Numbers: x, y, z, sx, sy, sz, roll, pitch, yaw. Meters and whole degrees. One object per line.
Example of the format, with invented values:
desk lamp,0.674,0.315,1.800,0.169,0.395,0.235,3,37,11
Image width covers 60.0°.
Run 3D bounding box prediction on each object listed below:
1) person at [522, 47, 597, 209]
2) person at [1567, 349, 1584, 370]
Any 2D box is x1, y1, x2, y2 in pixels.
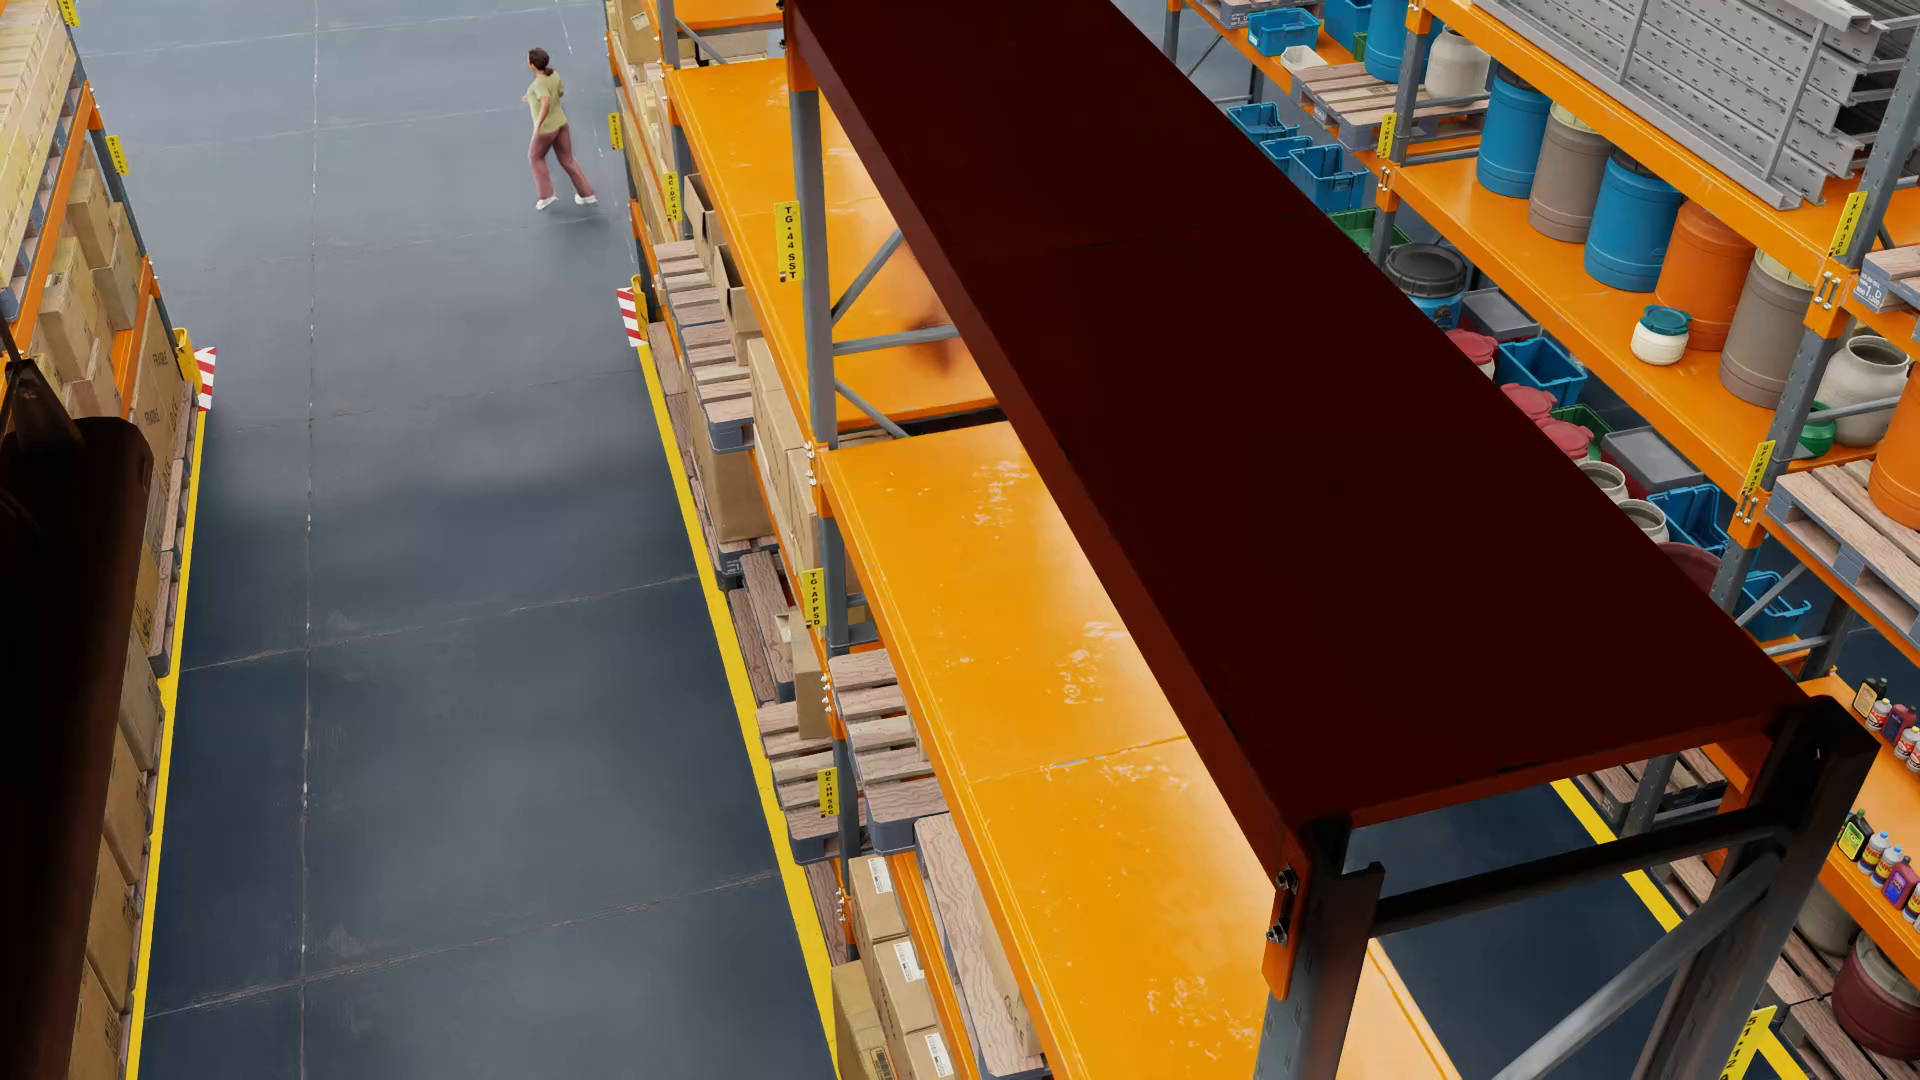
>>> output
person,-4.069,-4.064,16.631,0.715,1.741,0.589,17,41,20
person,5.157,-2.231,14.222,0.703,1.857,0.786,-15,41,-18
